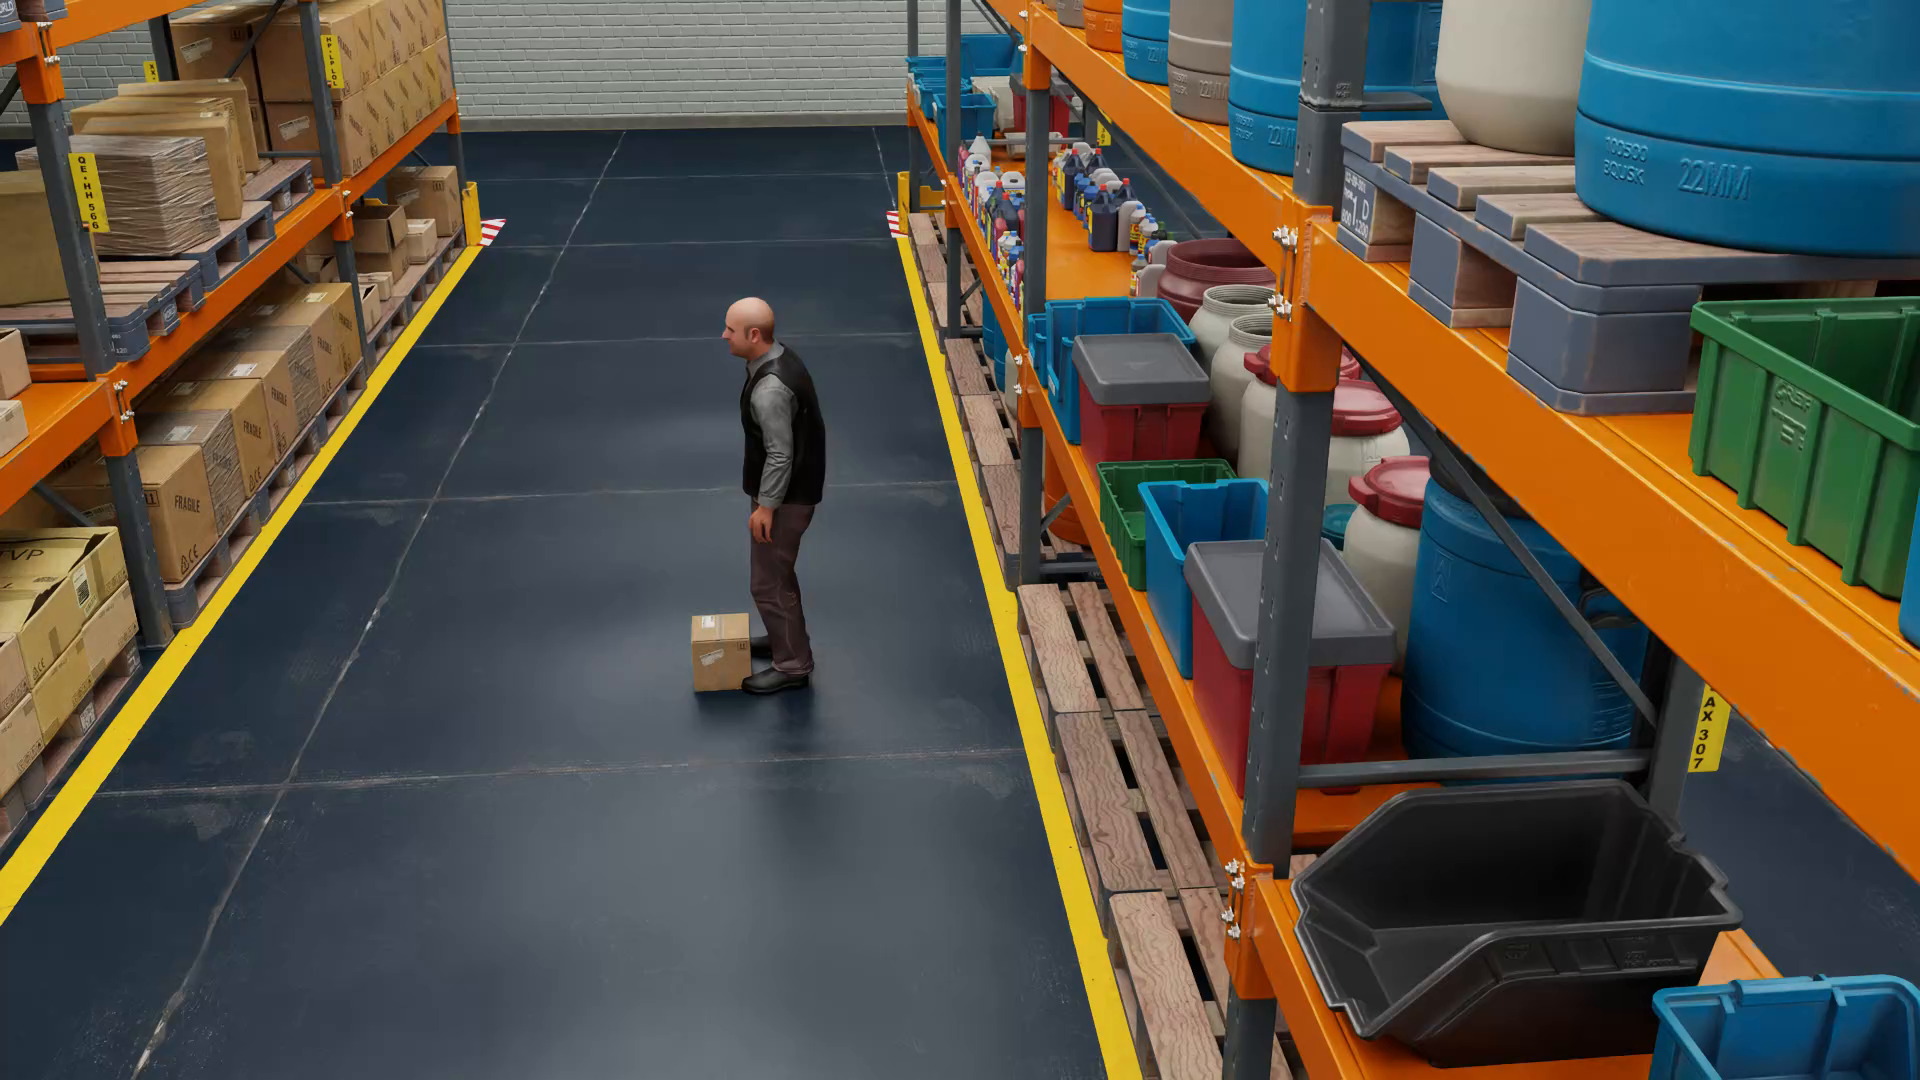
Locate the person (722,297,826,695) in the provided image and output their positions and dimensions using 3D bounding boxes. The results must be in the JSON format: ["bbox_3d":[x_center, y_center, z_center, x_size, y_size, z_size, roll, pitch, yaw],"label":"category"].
[{"bbox_3d":[-0.773,-0.197,7.080,0.419,1.721,0.581,-2,24,-5],"label":"person"}]
